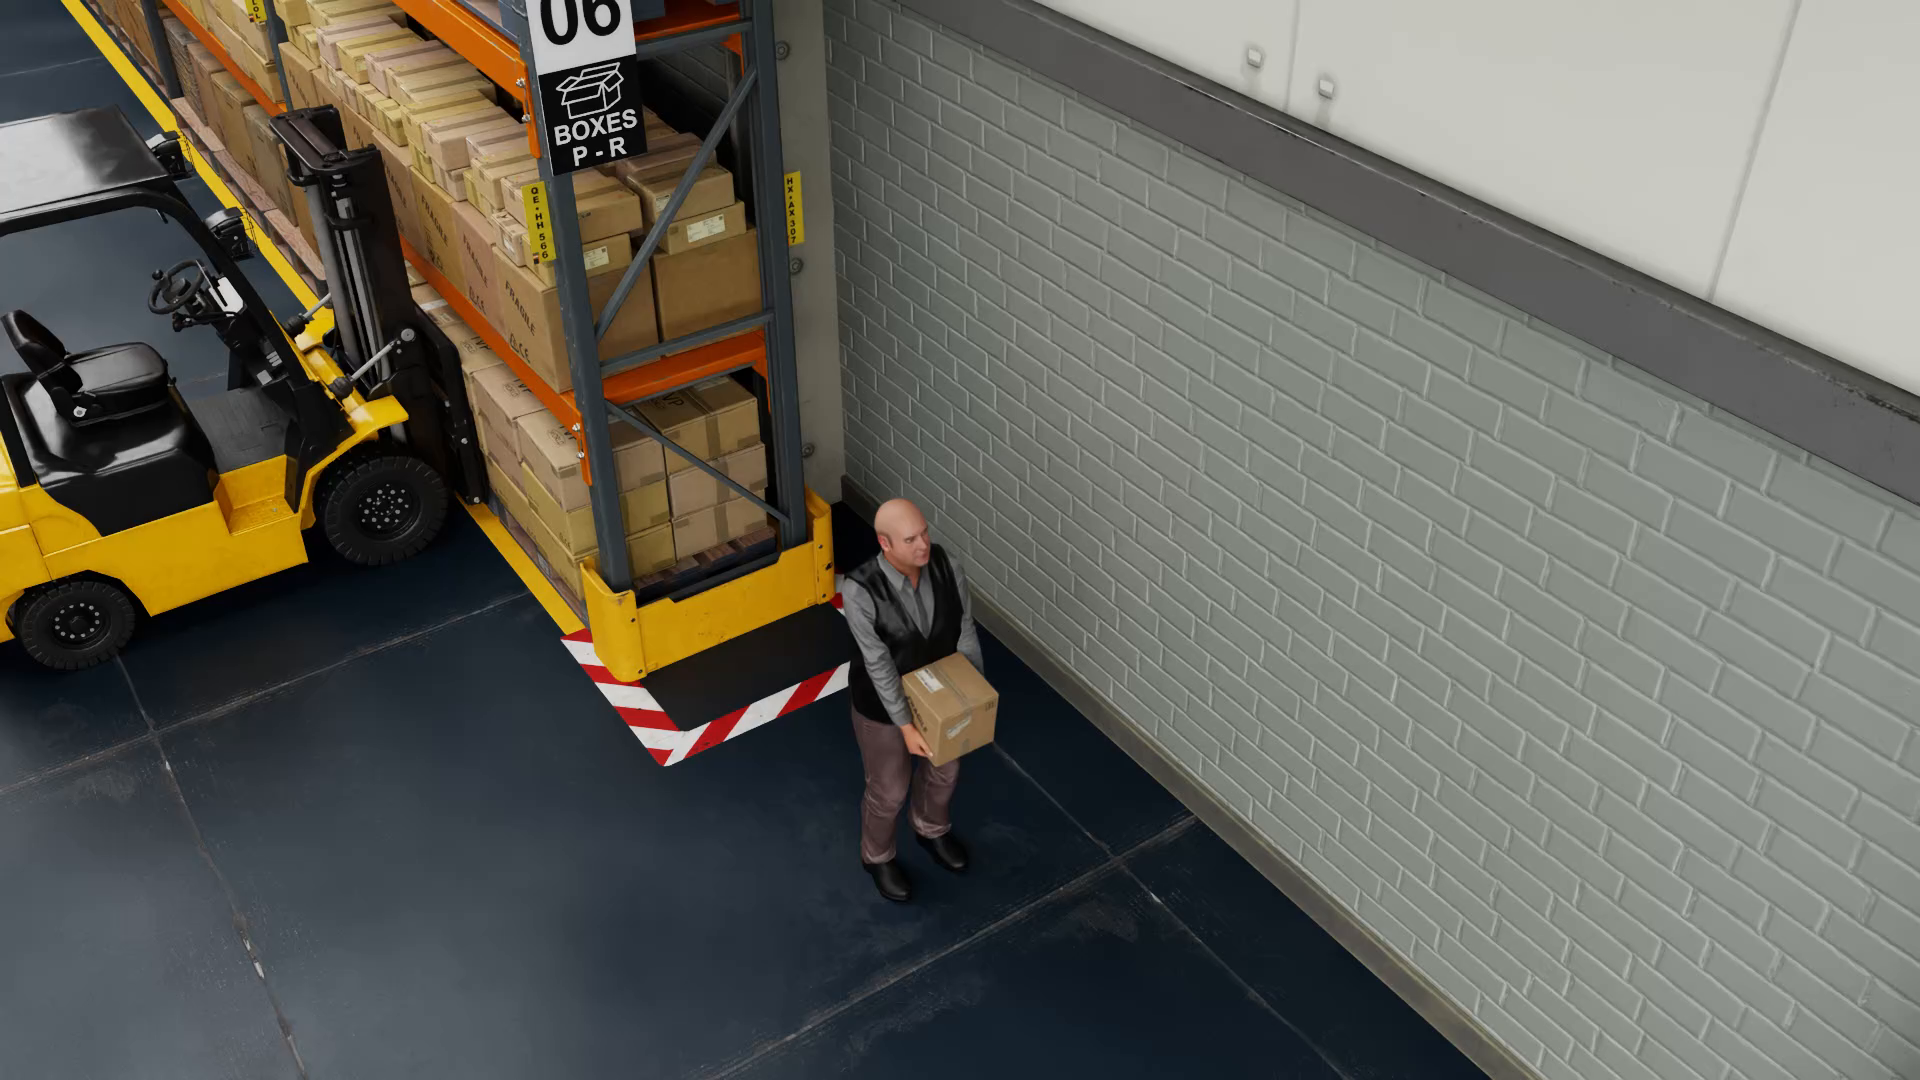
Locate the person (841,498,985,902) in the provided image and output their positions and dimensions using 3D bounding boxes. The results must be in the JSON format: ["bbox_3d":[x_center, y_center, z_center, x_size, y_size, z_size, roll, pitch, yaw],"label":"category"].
[{"bbox_3d":[-0.128,0.638,6.158,0.494,1.711,0.554,-22,41,-27],"label":"person"}]
